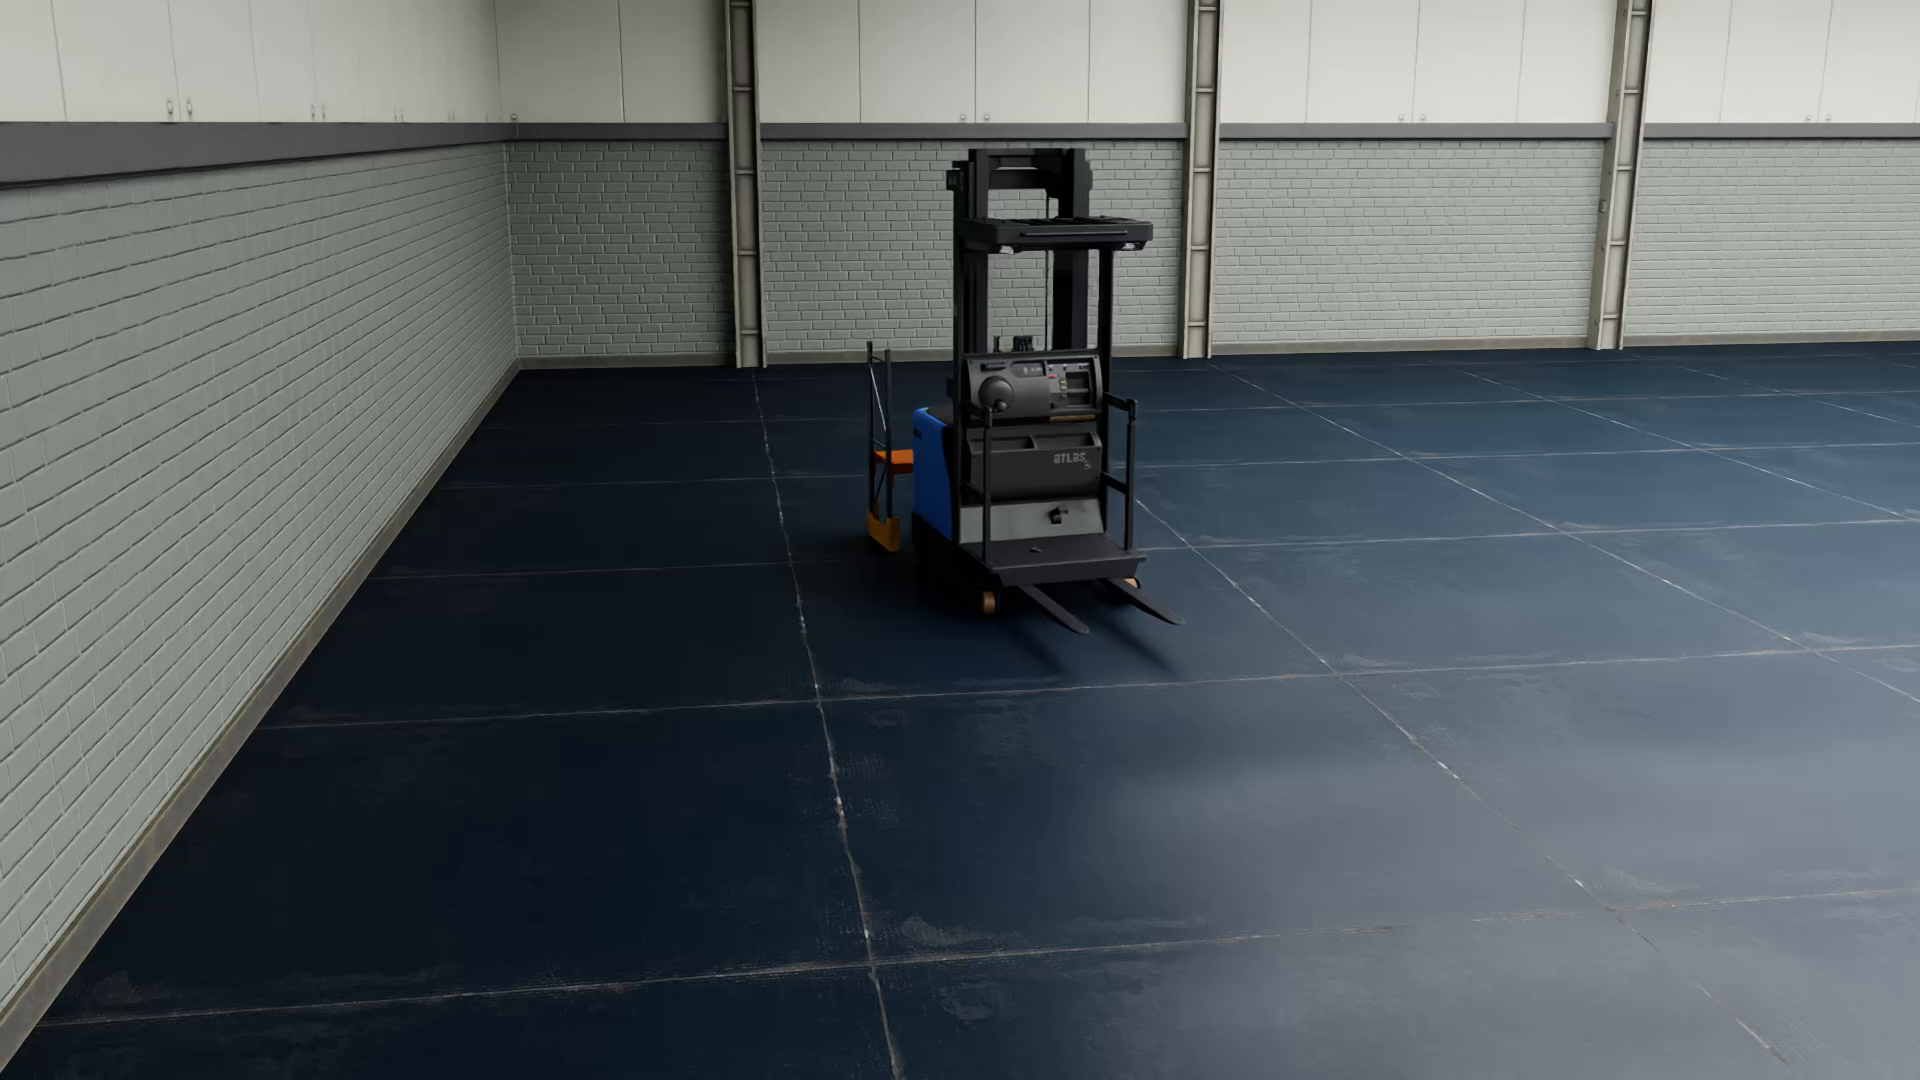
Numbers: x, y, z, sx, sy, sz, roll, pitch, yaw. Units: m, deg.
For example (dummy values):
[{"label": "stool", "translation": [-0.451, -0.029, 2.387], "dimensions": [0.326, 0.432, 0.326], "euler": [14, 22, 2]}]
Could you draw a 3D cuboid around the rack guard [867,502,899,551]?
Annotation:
[{"label": "rack guard", "translation": [-0.584, -0.108, 12.637], "dimensions": [0.087, 0.250, 0.587], "euler": [-5, 15, -19]}]

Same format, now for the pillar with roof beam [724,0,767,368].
[{"label": "pillar with roof beam", "translation": [-2.099, -5.613, 16.603], "dimensions": [0.400, 9.000, 9.100], "euler": [-2, 14, -8]}]

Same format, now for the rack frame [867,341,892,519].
[{"label": "rack frame", "translation": [-0.602, -0.712, 12.479], "dimensions": [0.032, 1.500, 0.500], "euler": [-5, 15, -19]}]

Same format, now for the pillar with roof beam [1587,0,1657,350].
[{"label": "pillar with roof beam", "translation": [9.767, -6.048, 18.337], "dimensions": [0.400, 9.000, 9.100], "euler": [-2, 14, -8]}]

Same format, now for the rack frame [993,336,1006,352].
[{"label": "rack frame", "translation": [0.355, -0.795, 12.810], "dimensions": [0.032, 1.500, 0.500], "euler": [-5, 15, -19]}]

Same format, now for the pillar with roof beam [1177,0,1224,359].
[{"label": "pillar with roof beam", "translation": [3.834, -5.830, 17.470], "dimensions": [0.400, 9.000, 9.100], "euler": [-2, 14, -8]}]

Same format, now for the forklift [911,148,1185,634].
[{"label": "forklift", "translation": [0.563, -1.041, 10.846], "dimensions": [1.130, 2.935, 3.031], "euler": [-4, 15, -17]}]

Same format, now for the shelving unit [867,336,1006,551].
[{"label": "shelving unit", "translation": [-0.115, -0.755, 12.647], "dimensions": [1.083, 1.500, 0.587], "euler": [-5, 15, -19]}]

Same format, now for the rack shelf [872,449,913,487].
[{"label": "rack shelf", "translation": [-0.124, -0.579, 12.688], "dimensions": [1.000, 0.185, 0.538], "euler": [-5, 15, -19]}]
